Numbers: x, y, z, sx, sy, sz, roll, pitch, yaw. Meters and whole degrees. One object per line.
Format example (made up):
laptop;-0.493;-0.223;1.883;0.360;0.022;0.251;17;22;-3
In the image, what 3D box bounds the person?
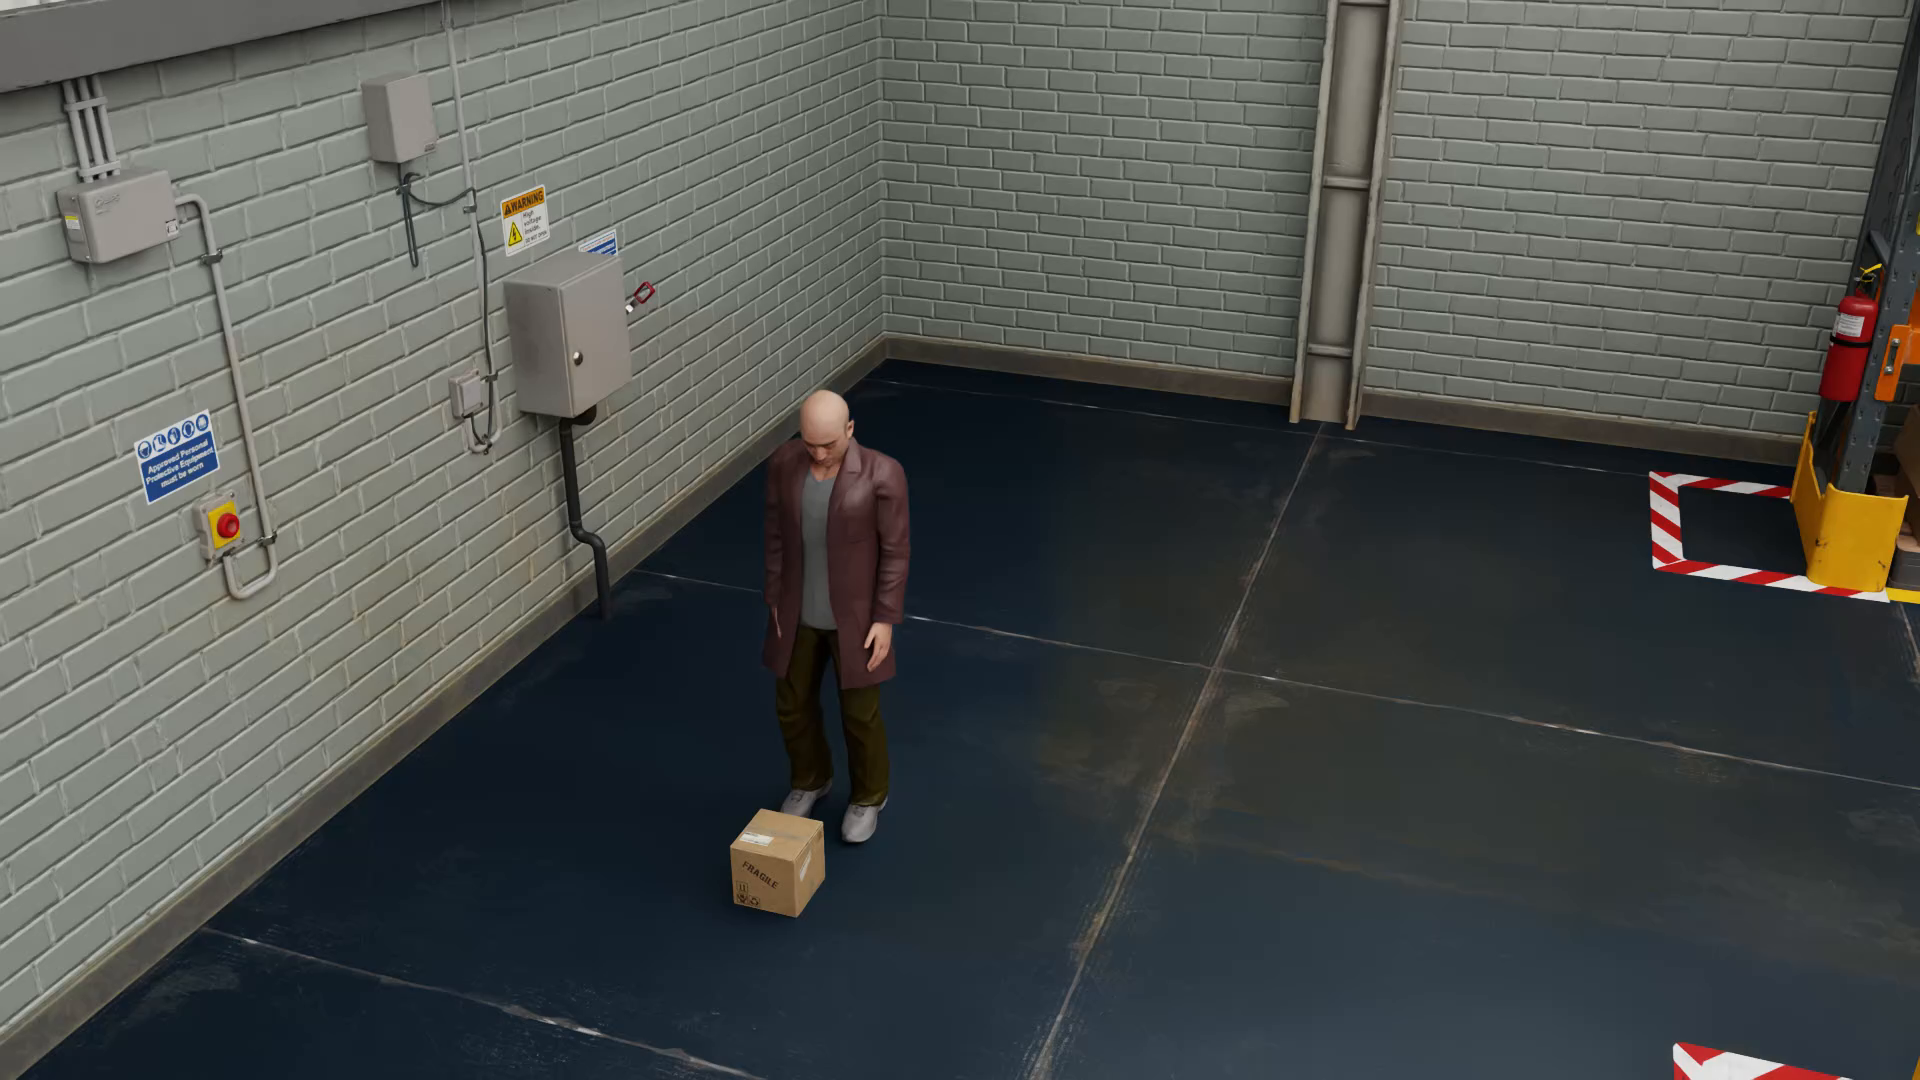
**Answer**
person;-0.459;0.277;6.074;0.572;1.761;0.380;9;27;19
